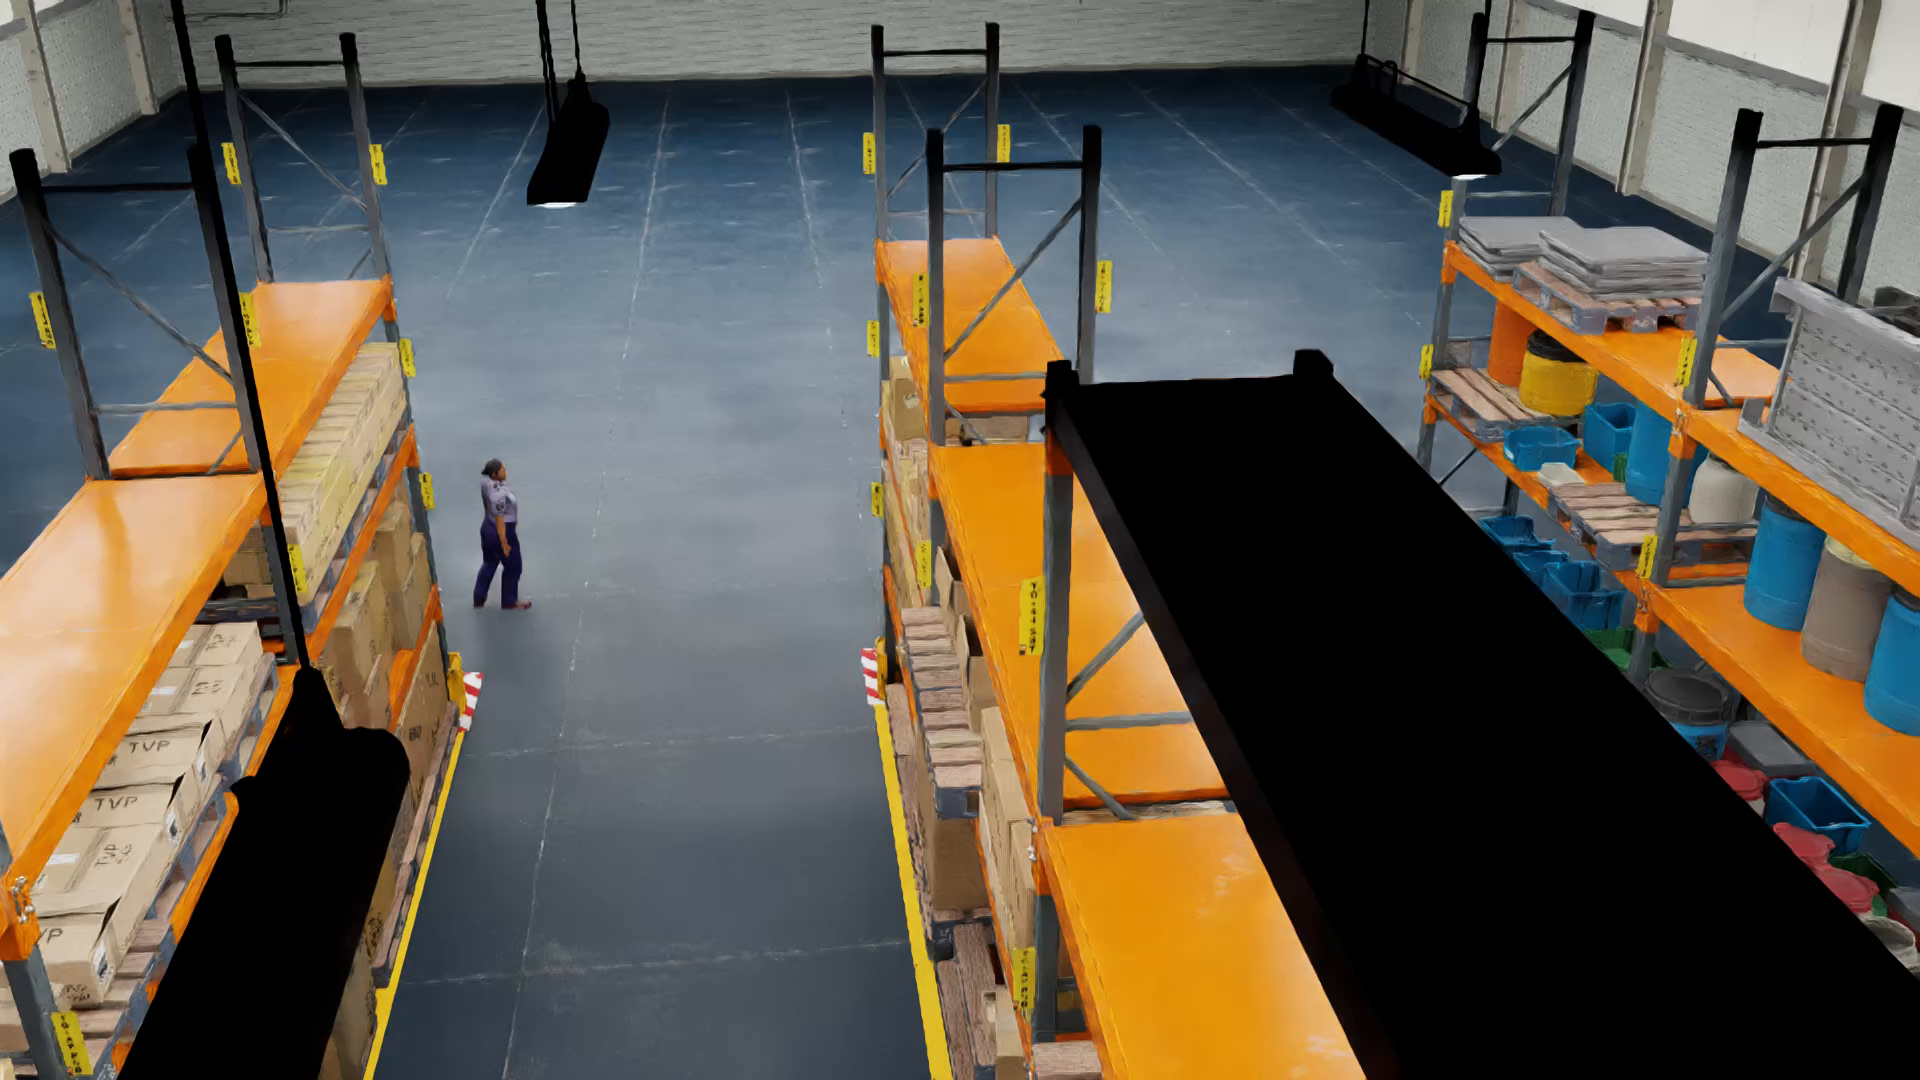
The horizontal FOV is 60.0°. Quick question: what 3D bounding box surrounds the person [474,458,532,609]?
[{"bbox_3d":[-4.710,-0.057,16.750,0.532,1.640,0.595,-15,30,-29],"label":"person"}]
